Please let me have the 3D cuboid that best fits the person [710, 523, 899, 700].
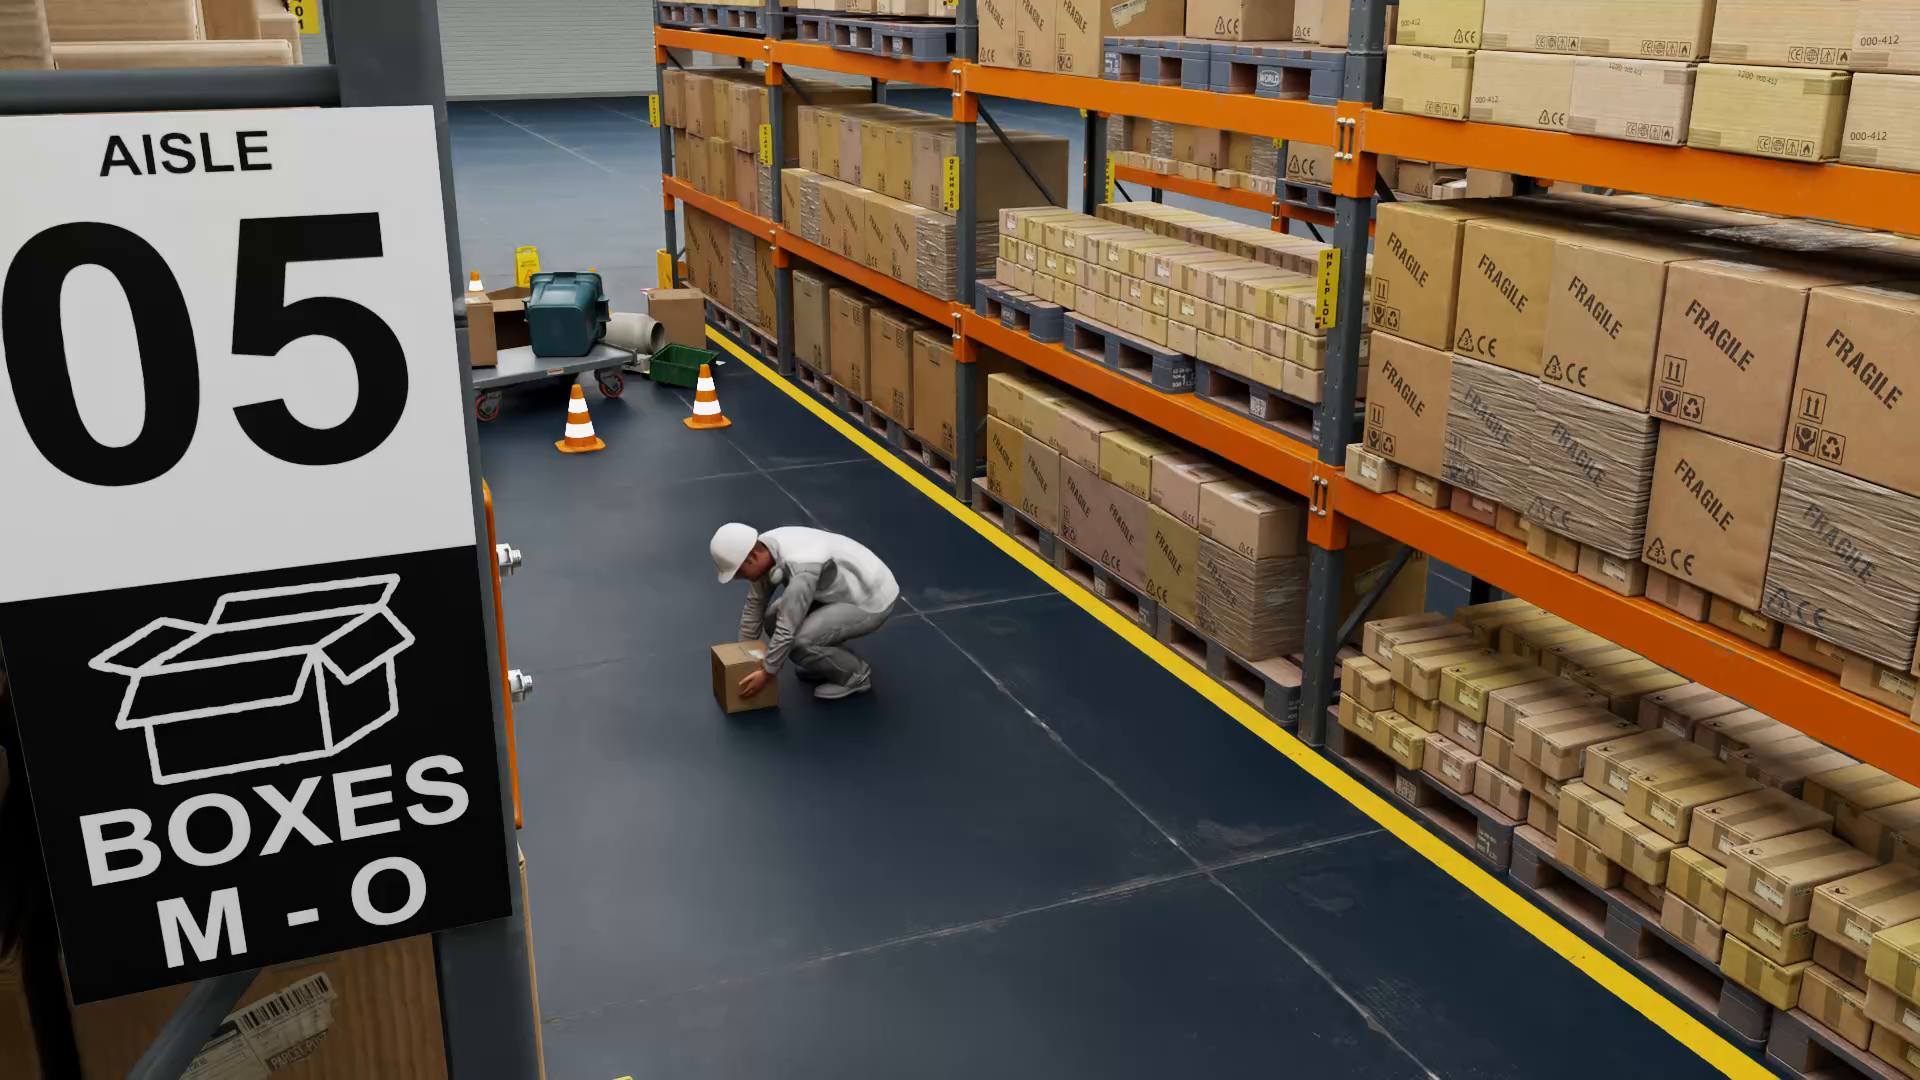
[{"bbox_3d":[-0.747,0.303,7.974,0.913,0.916,0.540,-8,20,-22],"label":"person"}]
